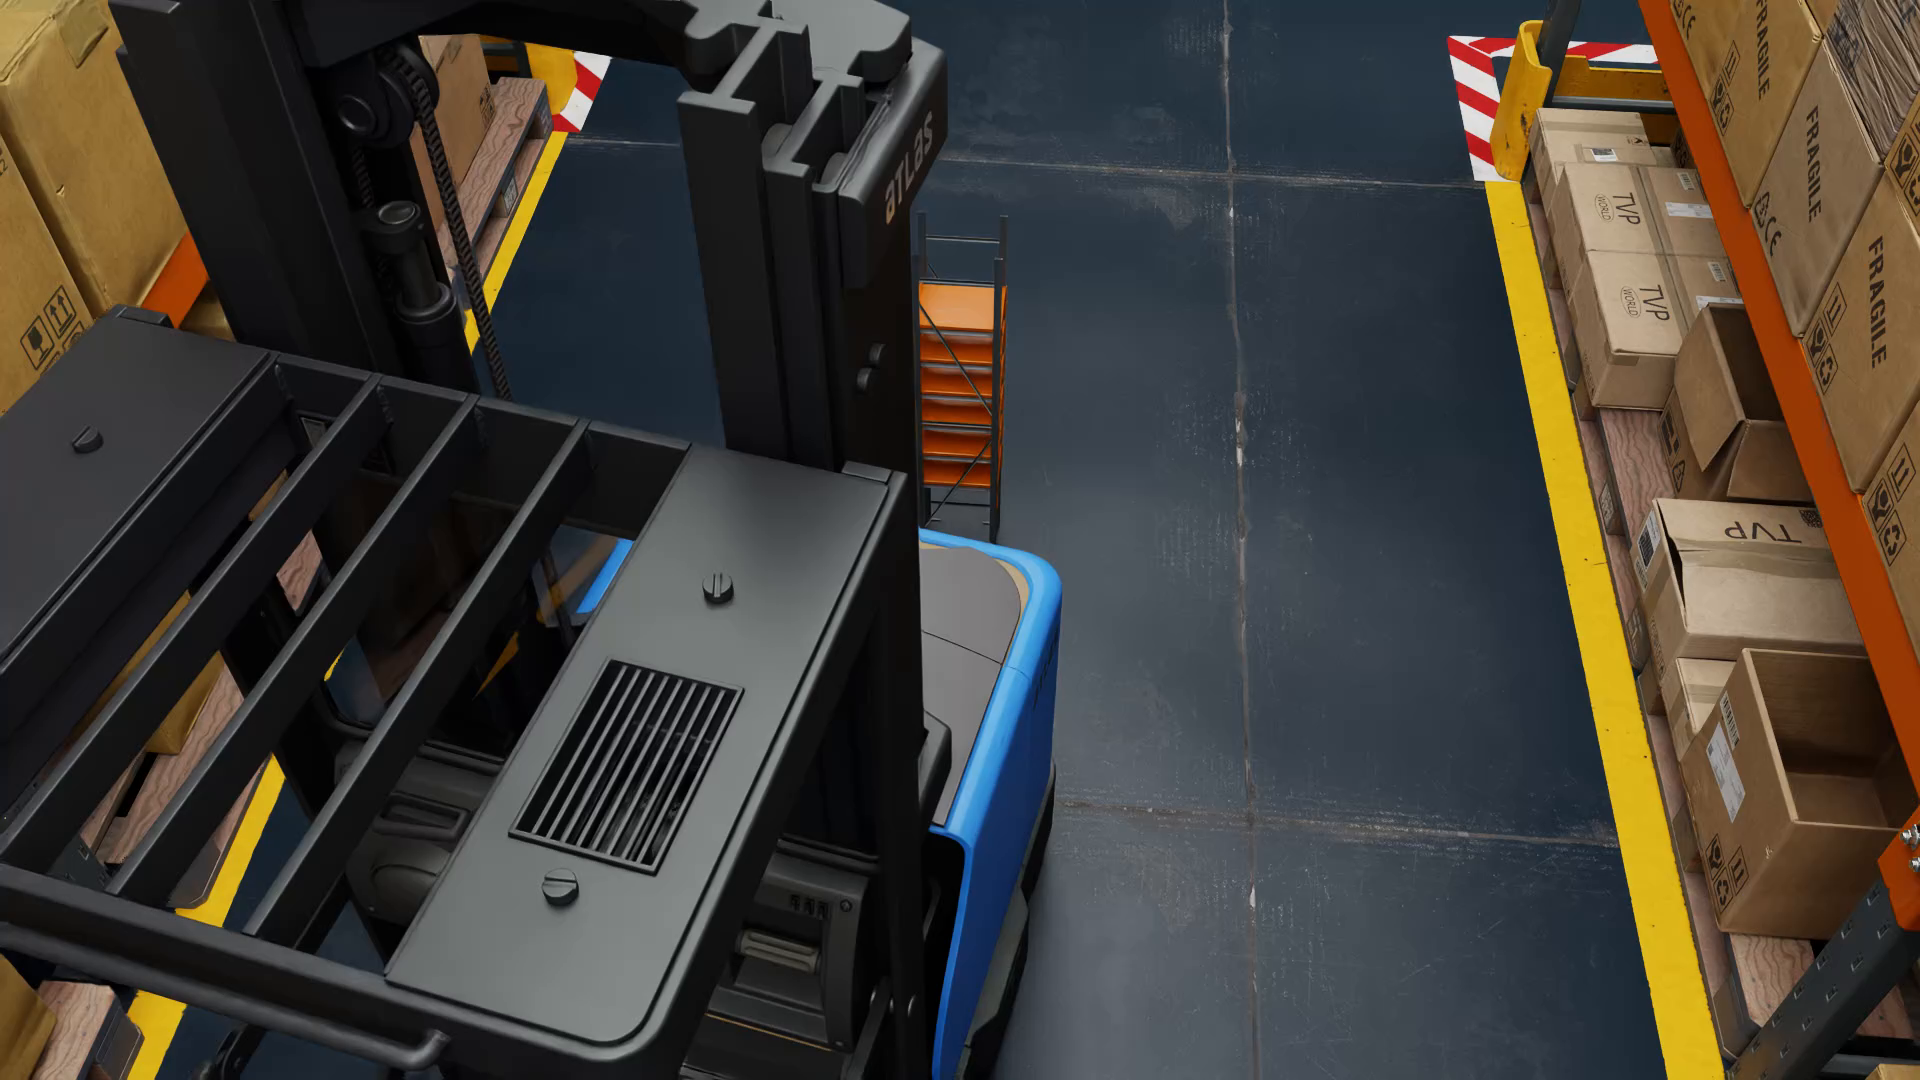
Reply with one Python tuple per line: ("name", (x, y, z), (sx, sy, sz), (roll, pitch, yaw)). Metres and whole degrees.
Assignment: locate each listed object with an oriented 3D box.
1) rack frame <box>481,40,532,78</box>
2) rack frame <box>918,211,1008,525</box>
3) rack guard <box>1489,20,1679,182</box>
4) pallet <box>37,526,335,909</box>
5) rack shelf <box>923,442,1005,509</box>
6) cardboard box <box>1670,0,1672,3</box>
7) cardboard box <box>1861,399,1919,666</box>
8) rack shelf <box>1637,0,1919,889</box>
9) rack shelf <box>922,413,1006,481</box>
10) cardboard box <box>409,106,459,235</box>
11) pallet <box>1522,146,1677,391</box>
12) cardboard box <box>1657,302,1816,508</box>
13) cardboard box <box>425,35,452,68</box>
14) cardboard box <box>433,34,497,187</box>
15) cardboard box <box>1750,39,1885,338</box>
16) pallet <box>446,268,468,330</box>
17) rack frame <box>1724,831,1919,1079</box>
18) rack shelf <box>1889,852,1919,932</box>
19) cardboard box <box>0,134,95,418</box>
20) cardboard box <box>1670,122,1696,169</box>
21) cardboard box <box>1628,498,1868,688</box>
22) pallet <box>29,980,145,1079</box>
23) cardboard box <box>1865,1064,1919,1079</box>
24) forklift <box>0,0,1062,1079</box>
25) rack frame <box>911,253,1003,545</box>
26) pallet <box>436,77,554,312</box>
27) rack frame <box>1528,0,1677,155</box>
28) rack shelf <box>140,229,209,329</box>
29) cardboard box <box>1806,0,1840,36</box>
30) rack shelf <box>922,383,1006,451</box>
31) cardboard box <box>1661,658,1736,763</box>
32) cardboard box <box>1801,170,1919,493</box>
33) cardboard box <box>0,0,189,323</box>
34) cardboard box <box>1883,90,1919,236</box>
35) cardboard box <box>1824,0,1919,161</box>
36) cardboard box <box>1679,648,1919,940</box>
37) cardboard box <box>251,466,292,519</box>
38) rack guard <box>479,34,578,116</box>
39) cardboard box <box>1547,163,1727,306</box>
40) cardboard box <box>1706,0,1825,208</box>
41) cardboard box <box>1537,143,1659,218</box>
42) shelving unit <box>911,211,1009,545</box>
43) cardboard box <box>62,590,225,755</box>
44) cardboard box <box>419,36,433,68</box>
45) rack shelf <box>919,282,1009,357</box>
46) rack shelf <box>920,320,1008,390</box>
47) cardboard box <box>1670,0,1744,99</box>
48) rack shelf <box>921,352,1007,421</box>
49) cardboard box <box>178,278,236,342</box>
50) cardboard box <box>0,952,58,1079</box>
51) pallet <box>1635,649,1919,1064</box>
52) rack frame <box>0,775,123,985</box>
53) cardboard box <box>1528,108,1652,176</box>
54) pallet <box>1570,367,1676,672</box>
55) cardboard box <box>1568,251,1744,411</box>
("rack frame", (-2.211, -2.900, 5.870), (1.000, 3.000, 0.127), (4, 48, 4))
("rack frame", (0.007, -0.462, 4.859), (0.240, 1.200, 0.006), (4, 48, 4))
("rack guard", (2.716, -1.670, 6.439), (1.175, 0.500, 0.348), (4, 48, 4))
("pallet", (-2.428, 0.427, 4.717), (1.003, 0.211, 1.213), (4, 48, 4))
("rack shelf", (-0.001, -0.202, 5.007), (0.258, 0.103, 0.180), (4, 48, 4))
("cardboard box", (2.378, -1.916, 4.902), (0.500, 0.500, 0.500), (3, 48, 3))
("cardboard box", (2.148, -0.049, 3.194), (0.500, 0.500, 0.500), (5, 48, 4))
("rack shelf", (2.540, -0.858, 4.489), (1.077, 0.370, 4.000), (4, 48, 4))
("rack shelf", (-0.001, -0.283, 4.919), (0.258, 0.103, 0.180), (4, 48, 4))
("cardboard box", (-2.220, -1.310, 5.824), (0.700, 0.500, 0.500), (4, 48, 3))
("pallet", (2.644, -0.987, 6.010), (1.003, 0.211, 1.213), (4, 48, 4))
("cardboard box", (2.524, -0.317, 4.901), (0.797, 0.503, 0.637), (4, 48, 4))
("cardboard box", (-2.005, -1.790, 5.824), (0.380, 0.149, 0.250), (3, 48, 3))
("cardboard box", (-2.175, -1.677, 6.161), (0.700, 0.500, 0.500), (4, 48, 4))
("cardboard box", (2.238, -0.806, 3.886), (0.500, 0.500, 0.500), (5, 48, 4))
("pallet", (-2.319, -0.472, 5.539), (1.003, 0.211, 1.213), (4, 48, 4))
("rack frame", (2.358, 0.369, 2.879), (1.000, 3.000, 0.127), (4, 48, 4))
("rack shelf", (2.176, 2.082, 1.801), (1.077, 0.370, 4.000), (4, 48, 4))
("cardboard box", (-2.510, -0.460, 3.434), (0.980, 0.700, 0.700), (5, 48, 4))
("cardboard box", (2.918, -1.459, 5.947), (0.500, 0.500, 0.500), (4, 48, 4))
("cardboard box", (2.196, 0.139, 4.614), (0.500, 0.311, 0.500), (4, 48, 4))
("pallet", (-2.571, 1.552, 3.687), (1.003, 0.211, 1.213), (4, 48, 4))
("cardboard box", (2.071, 1.404, 3.329), (0.500, 0.500, 0.500), (2, 48, 2))
("forklift", (-0.666, 0.716, 2.608), (1.130, 2.935, 3.031), (13, 49, 11))
("rack frame", (-0.010, -0.327, 4.736), (0.240, 1.200, 0.006), (4, 48, 4))
("pallet", (-2.206, -1.366, 6.357), (1.003, 0.211, 1.213), (4, 48, 4))
("rack frame", (2.723, -2.570, 5.568), (1.000, 3.000, 0.127), (4, 48, 4))
("rack shelf", (-2.393, -1.188, 4.791), (1.077, 0.370, 4.000), (4, 48, 4))
("cardboard box", (2.284, -1.508, 3.851), (0.500, 0.500, 0.500), (3, 48, 3))
("rack shelf", (-0.001, -0.364, 4.830), (0.258, 0.103, 0.180), (4, 48, 4))
("cardboard box", (2.102, 0.466, 4.425), (0.380, 0.149, 0.250), (4, 48, 4))
("cardboard box", (2.194, -0.428, 3.541), (0.500, 0.500, 0.500), (5, 48, 5))
("cardboard box", (-2.438, -0.996, 3.925), (0.980, 0.700, 0.700), (3, 48, 3))
("cardboard box", (2.190, -0.767, 3.174), (0.500, 0.500, 0.500), (3, 48, 3))
("cardboard box", (2.236, -1.138, 3.512), (0.500, 0.500, 0.500), (4, 48, 4))
("cardboard box", (2.128, 0.627, 4.040), (0.500, 0.500, 0.500), (4, 48, 4))
("cardboard box", (-2.356, -0.171, 4.783), (0.700, 0.500, 0.500), (3, 48, 3))
("rack guard", (-2.209, -2.074, 6.808), (1.175, 0.500, 0.348), (4, 48, 4))
("cardboard box", (2.345, -1.043, 5.736), (0.500, 0.250, 0.500), (4, 48, 4))
("cardboard box", (2.282, -1.180, 4.229), (0.500, 0.500, 0.500), (4, 48, 4))
("cardboard box", (2.319, -1.294, 6.023), (0.380, 0.166, 0.250), (4, 48, 4))
("shelving unit", (-0.001, -0.394, 4.798), (0.258, 1.200, 0.189), (4, 48, 4))
("cardboard box", (-2.405, 0.198, 4.445), (0.700, 0.500, 0.500), (4, 48, 4))
("cardboard box", (-2.028, -1.602, 5.652), (0.380, 0.149, 0.250), (5, 48, 5))
("rack shelf", (-0.001, -0.607, 4.565), (0.258, 0.103, 0.180), (4, 48, 4))
("rack shelf", (-0.001, -0.526, 4.653), (0.258, 0.103, 0.180), (4, 48, 4))
("cardboard box", (2.329, -1.547, 4.565), (0.500, 0.500, 0.500), (4, 48, 3))
("rack shelf", (-0.001, -0.445, 4.742), (0.258, 0.103, 0.180), (4, 48, 4))
("cardboard box", (-2.145, -0.644, 4.776), (0.380, 0.149, 0.250), (3, 48, 2))
("cardboard box", (-2.505, 1.109, 3.375), (0.750, 0.750, 0.750), (4, 48, 4))
("pallet", (2.422, 0.806, 4.370), (1.003, 0.211, 1.213), (4, 48, 4))
("rack frame", (-2.575, 0.039, 3.182), (1.000, 3.000, 0.127), (4, 48, 4))
("cardboard box", (2.342, -1.472, 6.197), (0.380, 0.149, 0.250), (4, 48, 4))
("pallet", (2.530, -0.093, 5.192), (1.003, 0.211, 1.213), (4, 48, 4))
("cardboard box", (2.299, -0.675, 5.400), (0.500, 0.250, 0.500), (4, 48, 4))
